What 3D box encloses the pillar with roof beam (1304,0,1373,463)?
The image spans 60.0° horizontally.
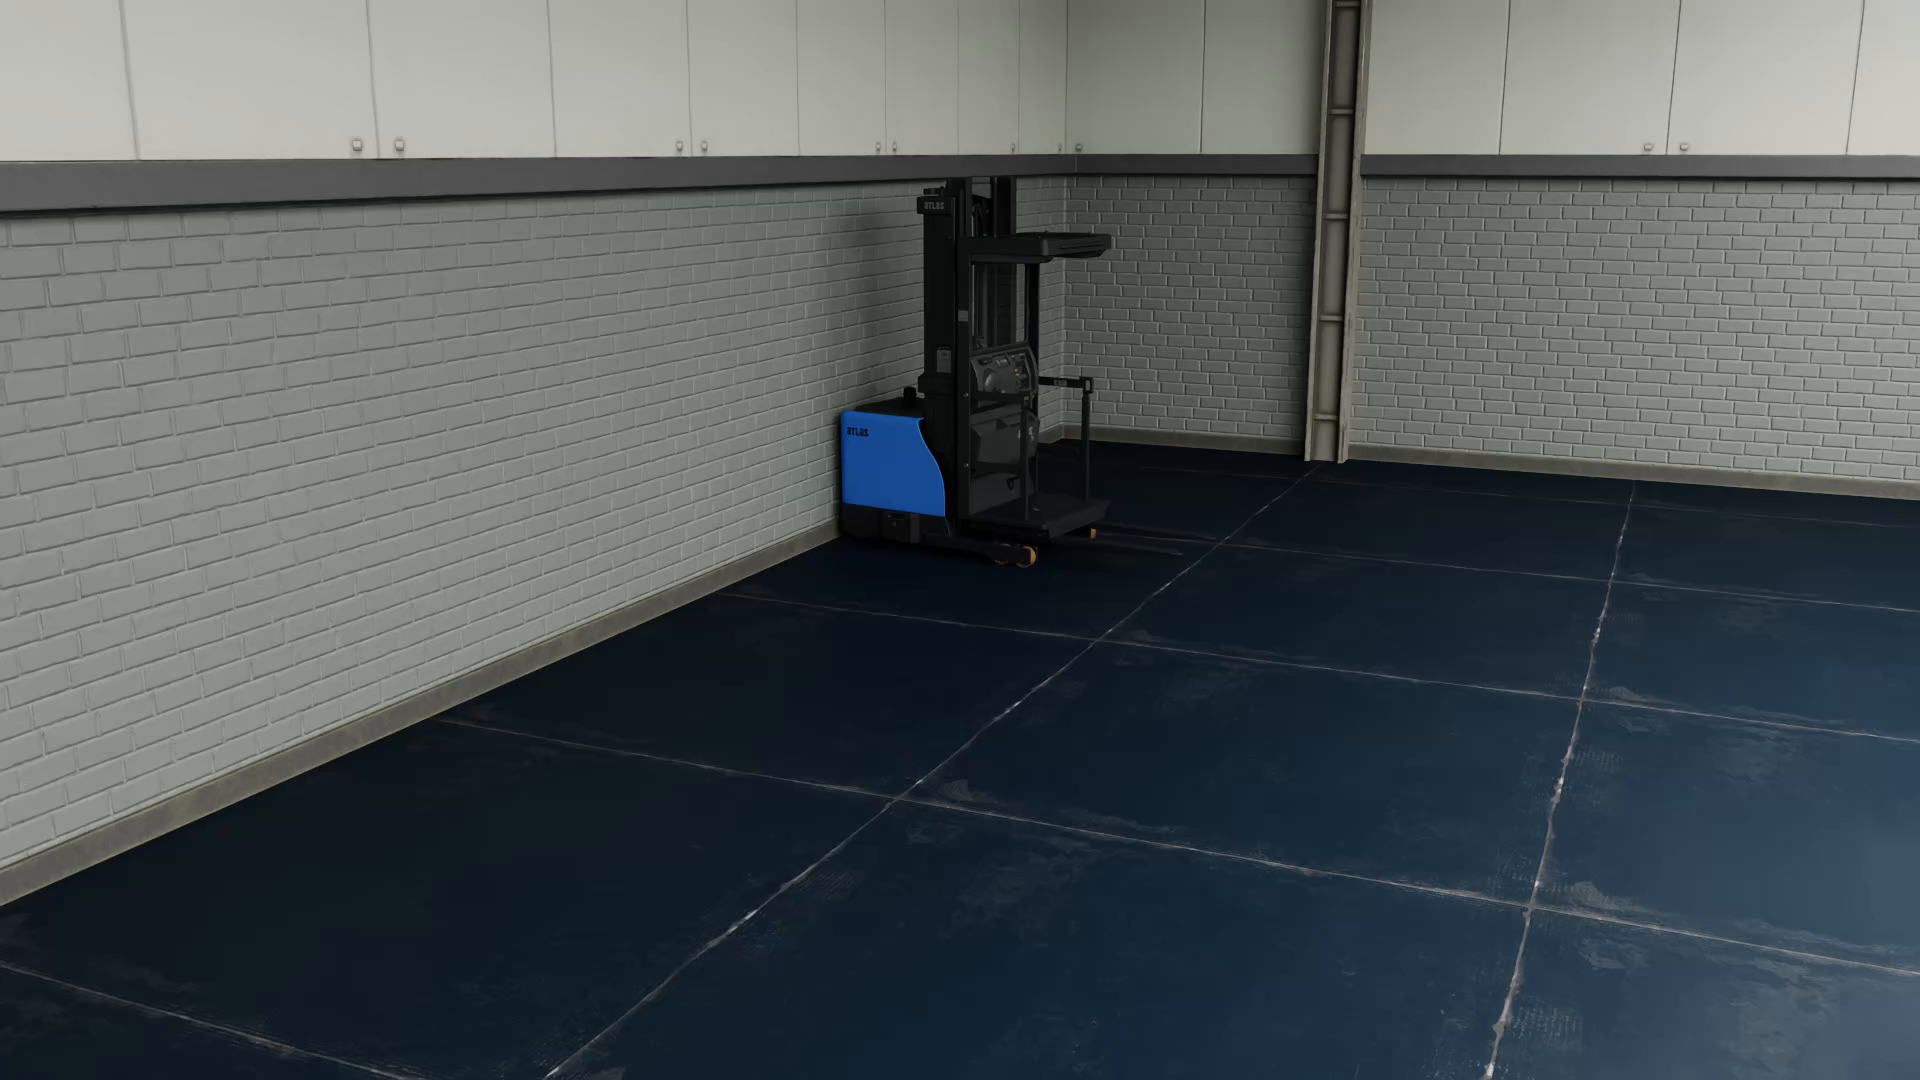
[{"bbox_3d":[2.073,-4.322,12.475,0.400,9.000,9.100,6,14,23],"label":"pillar with roof beam"}]

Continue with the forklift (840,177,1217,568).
[{"bbox_3d":[0.530,-1.351,13.095,3.031,2.935,1.130,8,16,31],"label":"forklift"}]
